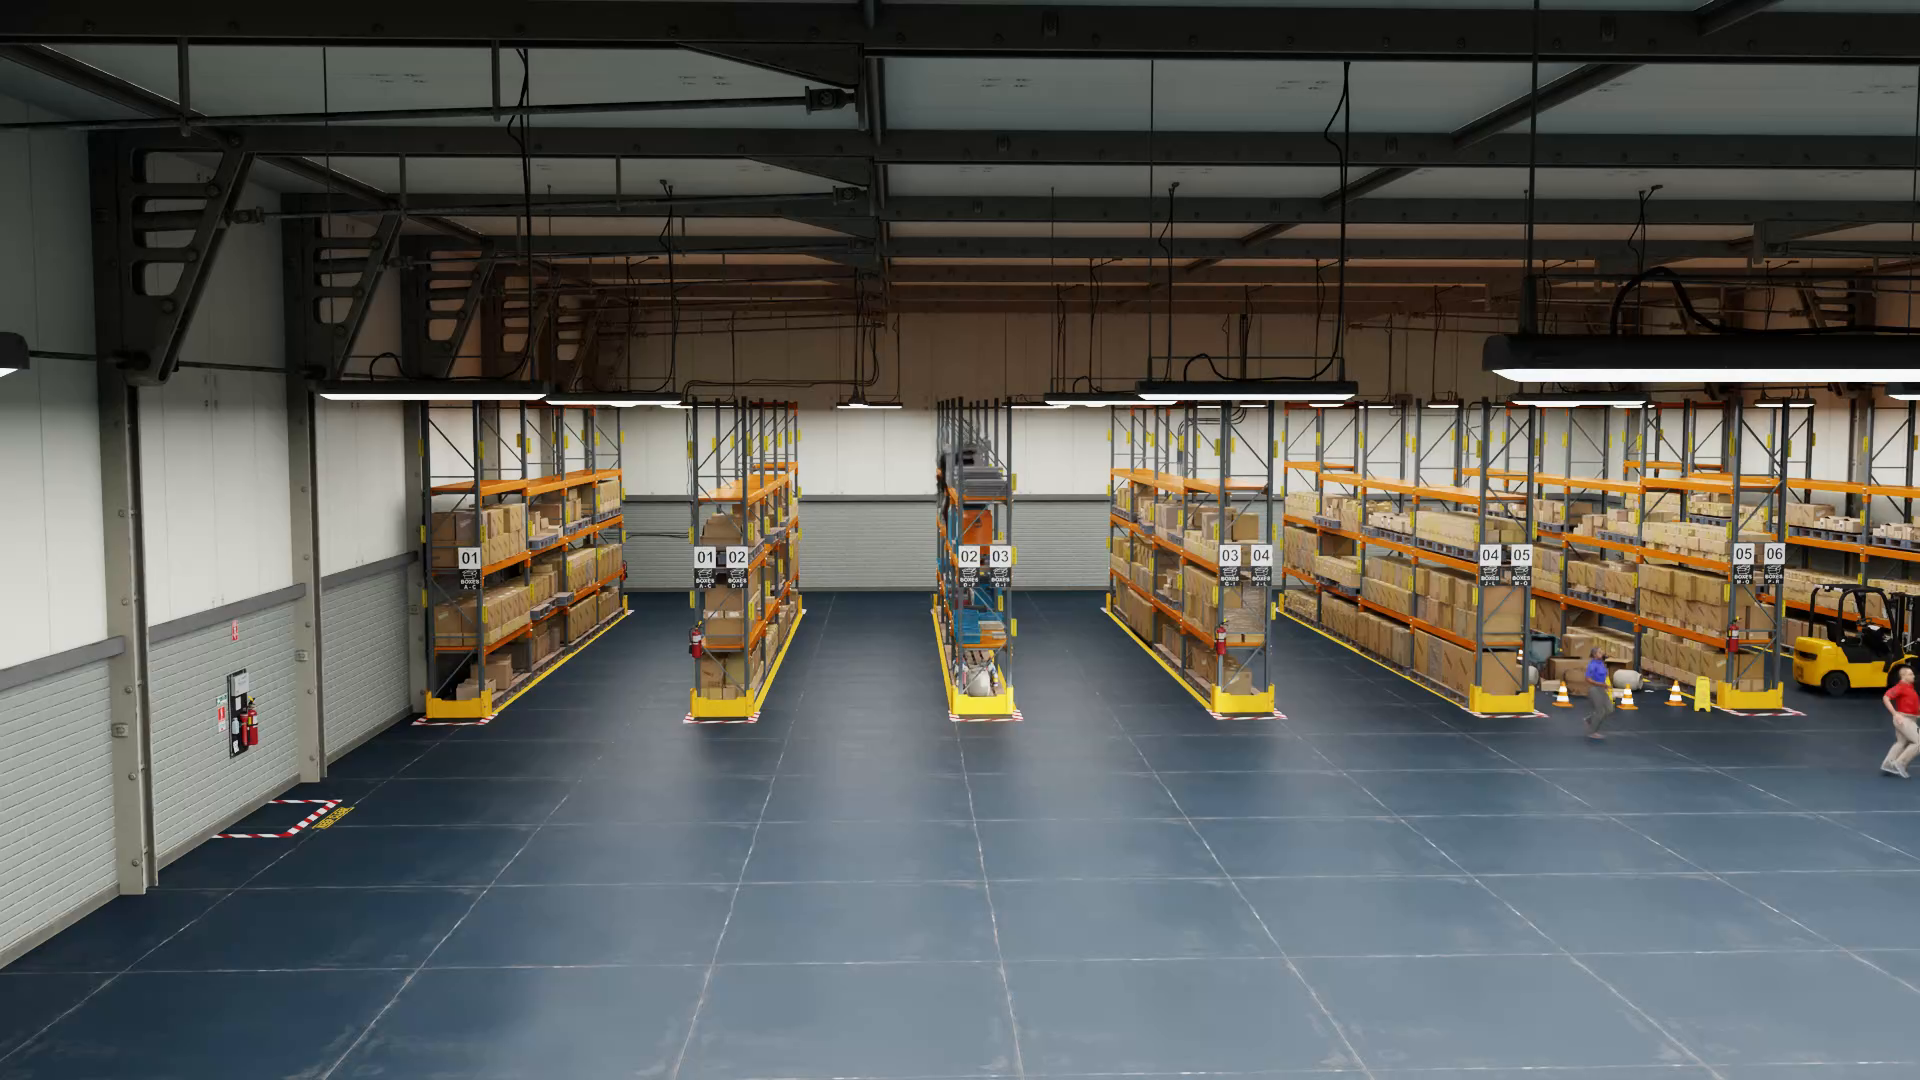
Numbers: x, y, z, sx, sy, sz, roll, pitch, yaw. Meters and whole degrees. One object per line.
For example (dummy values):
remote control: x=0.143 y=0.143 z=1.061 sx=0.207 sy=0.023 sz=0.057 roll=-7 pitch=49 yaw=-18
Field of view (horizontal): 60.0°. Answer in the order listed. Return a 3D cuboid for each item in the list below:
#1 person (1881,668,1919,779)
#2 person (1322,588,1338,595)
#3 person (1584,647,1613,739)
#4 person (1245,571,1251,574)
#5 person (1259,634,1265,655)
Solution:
person: x=14.817 y=2.865 z=25.996 sx=0.693 sy=1.738 sz=0.637 roll=3 pitch=6 yaw=38
person: x=10.720 y=1.192 z=48.563 sx=0.649 sy=1.574 sz=0.478 roll=-4 pitch=6 yaw=-41
person: x=11.178 y=2.675 z=29.101 sx=0.572 sy=1.596 sz=0.571 roll=4 pitch=6 yaw=45
person: x=7.944 y=1.241 z=46.913 sx=0.717 sy=1.748 sz=0.535 roll=2 pitch=5 yaw=21
person: x=7.035 y=1.775 z=39.553 sx=0.688 sy=1.841 sz=0.842 roll=-1 pitch=4 yaw=-7
